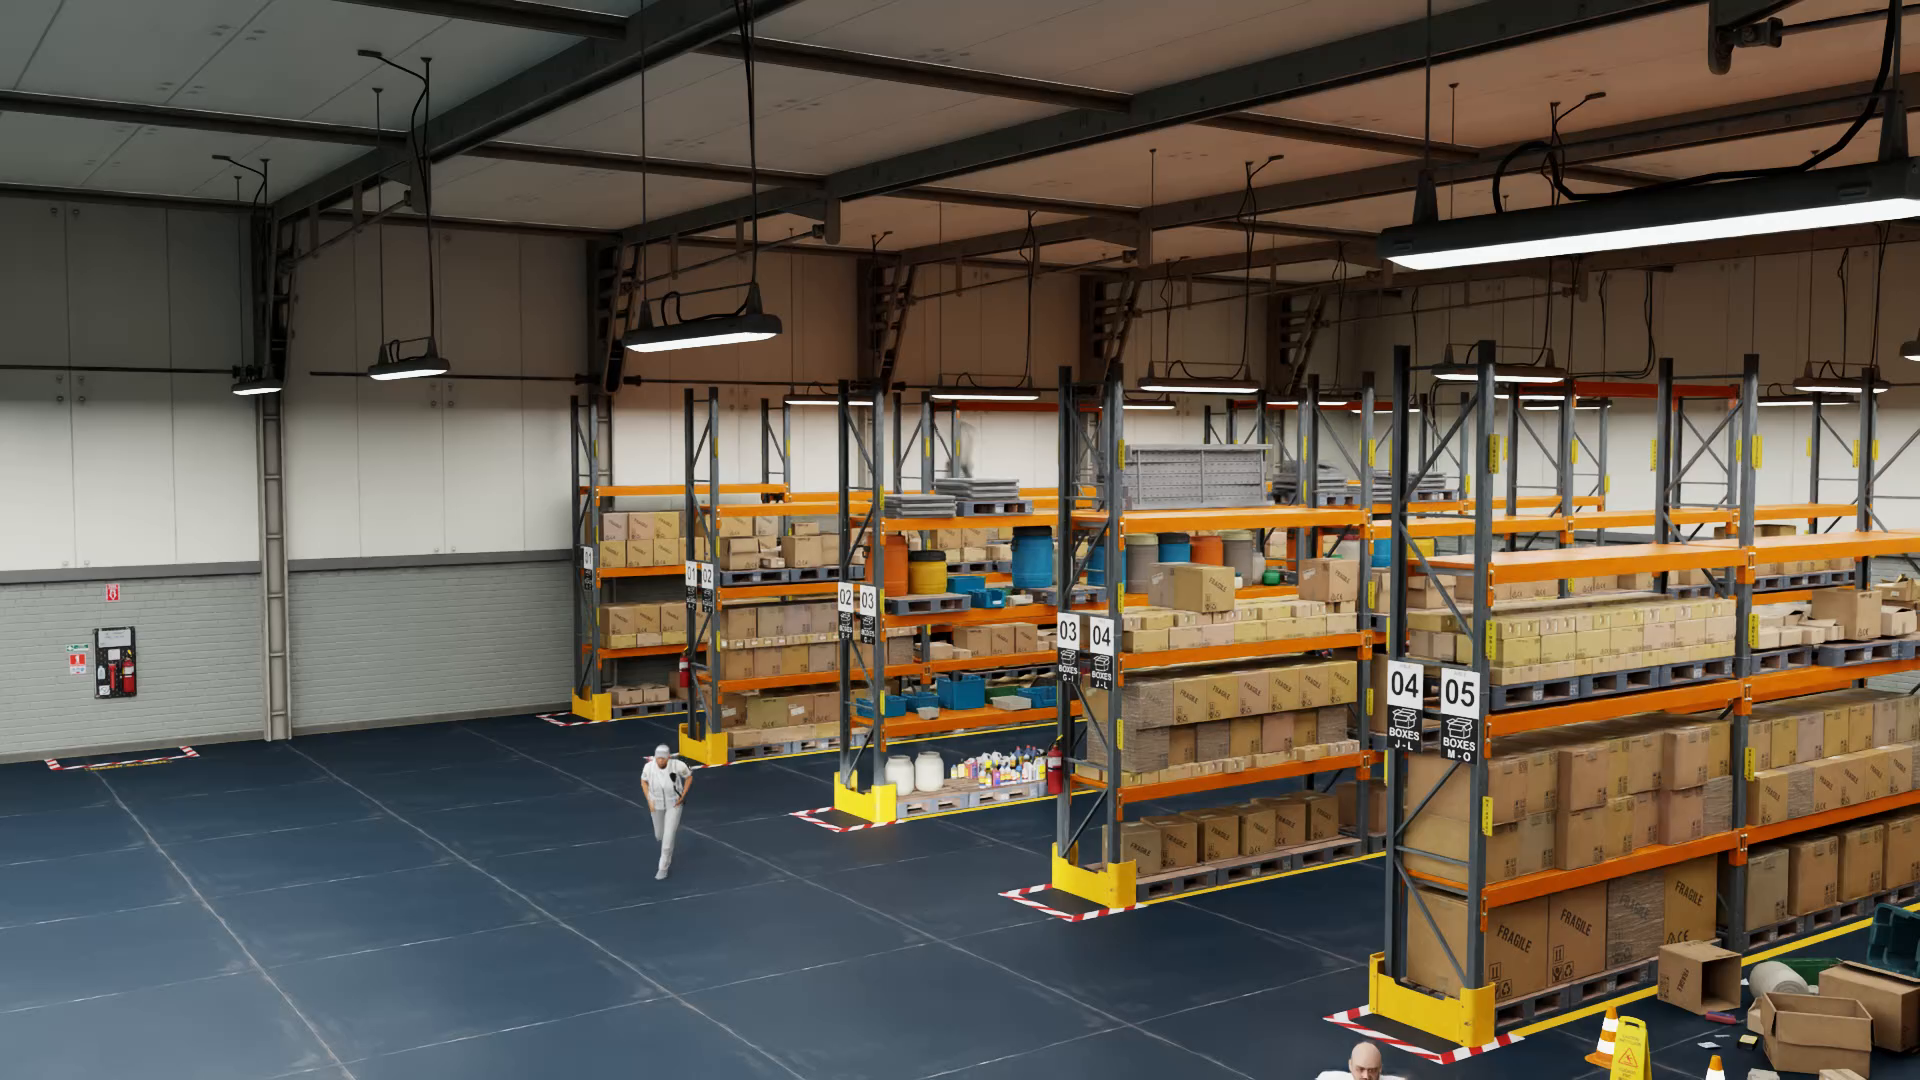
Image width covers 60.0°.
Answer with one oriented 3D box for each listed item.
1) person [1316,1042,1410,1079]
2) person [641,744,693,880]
[{"bbox_3d":[2.410,3.735,9.901,0.712,1.727,0.887,1,3,11],"label":"person"},{"bbox_3d":[-3.498,3.199,19.899,0.612,1.625,0.955,0,3,-5],"label":"person"}]
